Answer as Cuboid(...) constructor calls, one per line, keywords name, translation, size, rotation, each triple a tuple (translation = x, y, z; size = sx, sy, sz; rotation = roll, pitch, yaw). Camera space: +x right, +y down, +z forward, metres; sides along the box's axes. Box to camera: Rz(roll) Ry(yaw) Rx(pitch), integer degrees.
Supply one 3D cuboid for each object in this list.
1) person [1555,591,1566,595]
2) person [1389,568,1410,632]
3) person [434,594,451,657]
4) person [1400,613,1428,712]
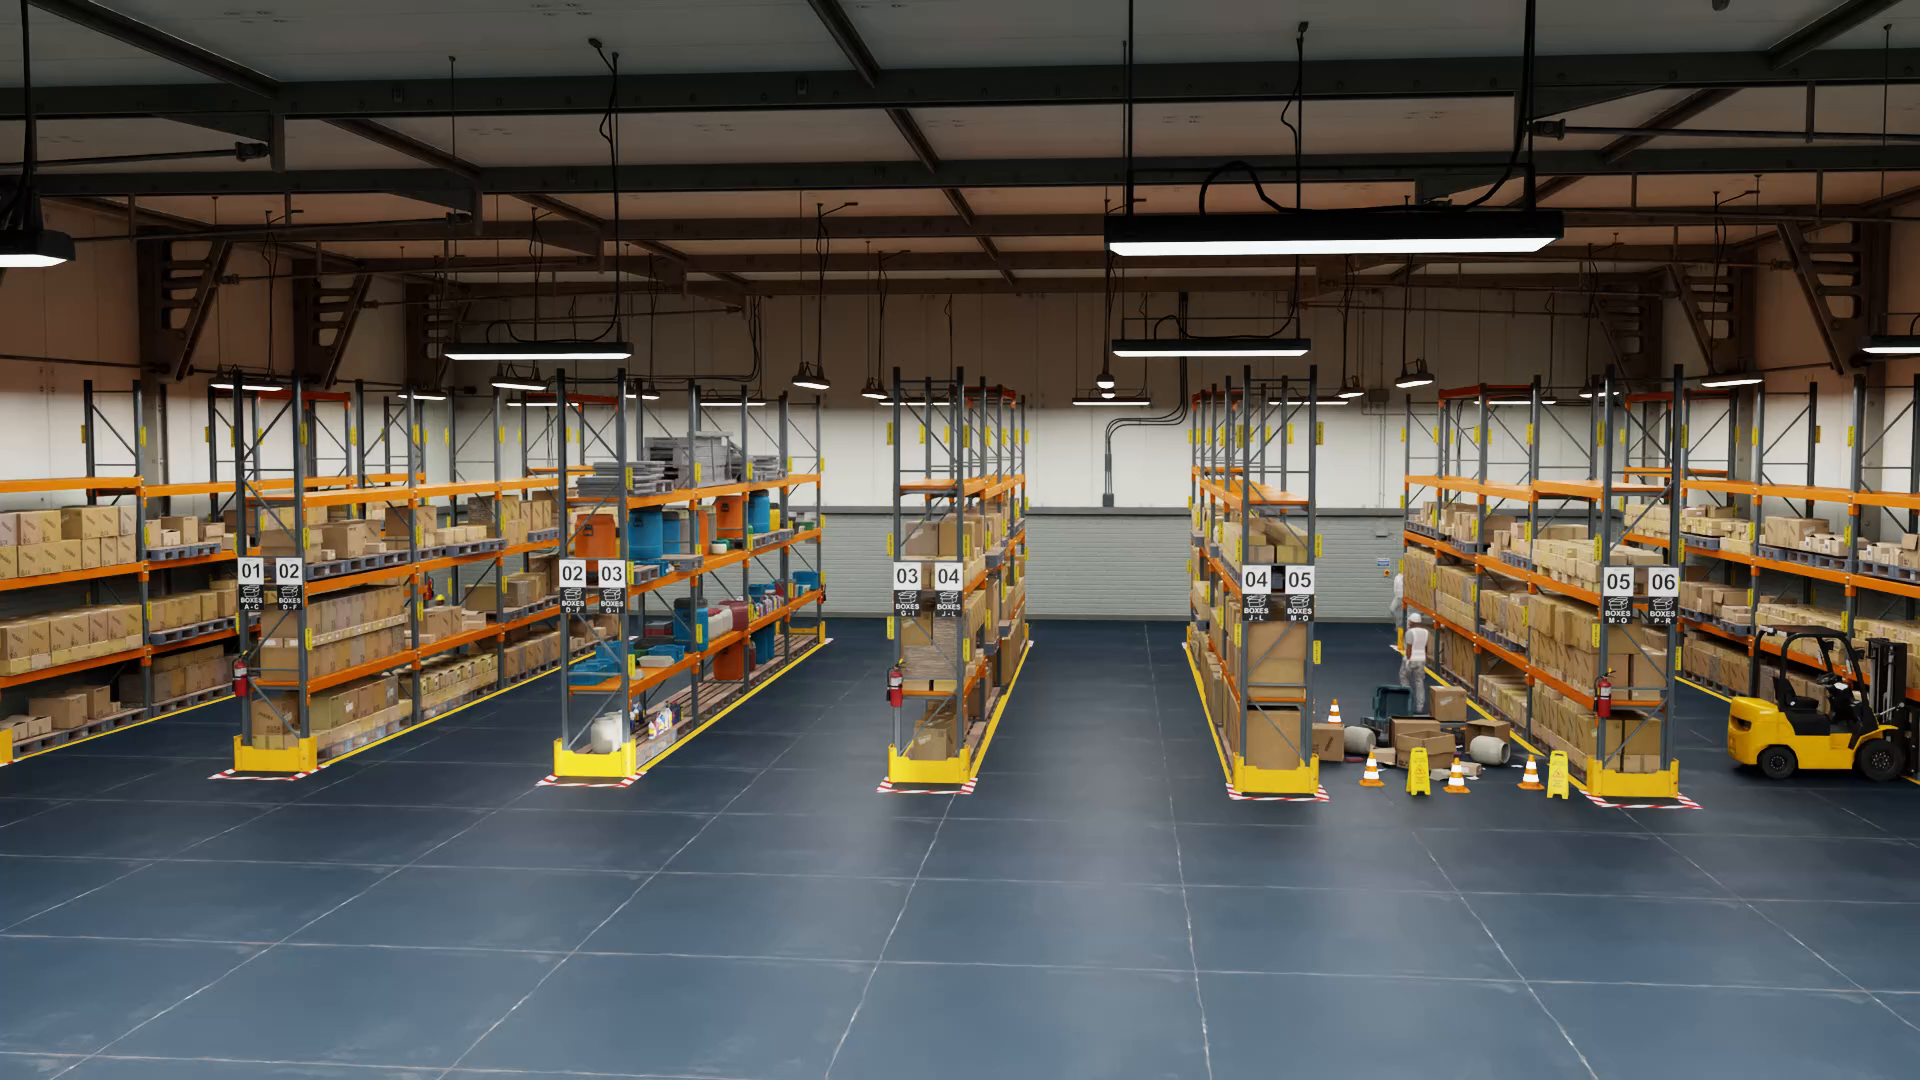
Cuboid(name="person", translation=(14.463, 1.640, 39.826), size=(0.839, 1.758, 0.591), rotation=(1, 4, 10))
Cuboid(name="person", translation=(11.319, 1.487, 42.584), size=(0.488, 1.824, 0.575), rotation=(-1, 4, -22))
Cuboid(name="person", translation=(-10.918, 1.982, 35.093), size=(0.660, 1.703, 0.642), rotation=(0, 4, 2))
Cuboid(name="person", translation=(8.321, 2.247, 30.320), size=(0.531, 1.818, 0.555), rotation=(0, 4, -7))
